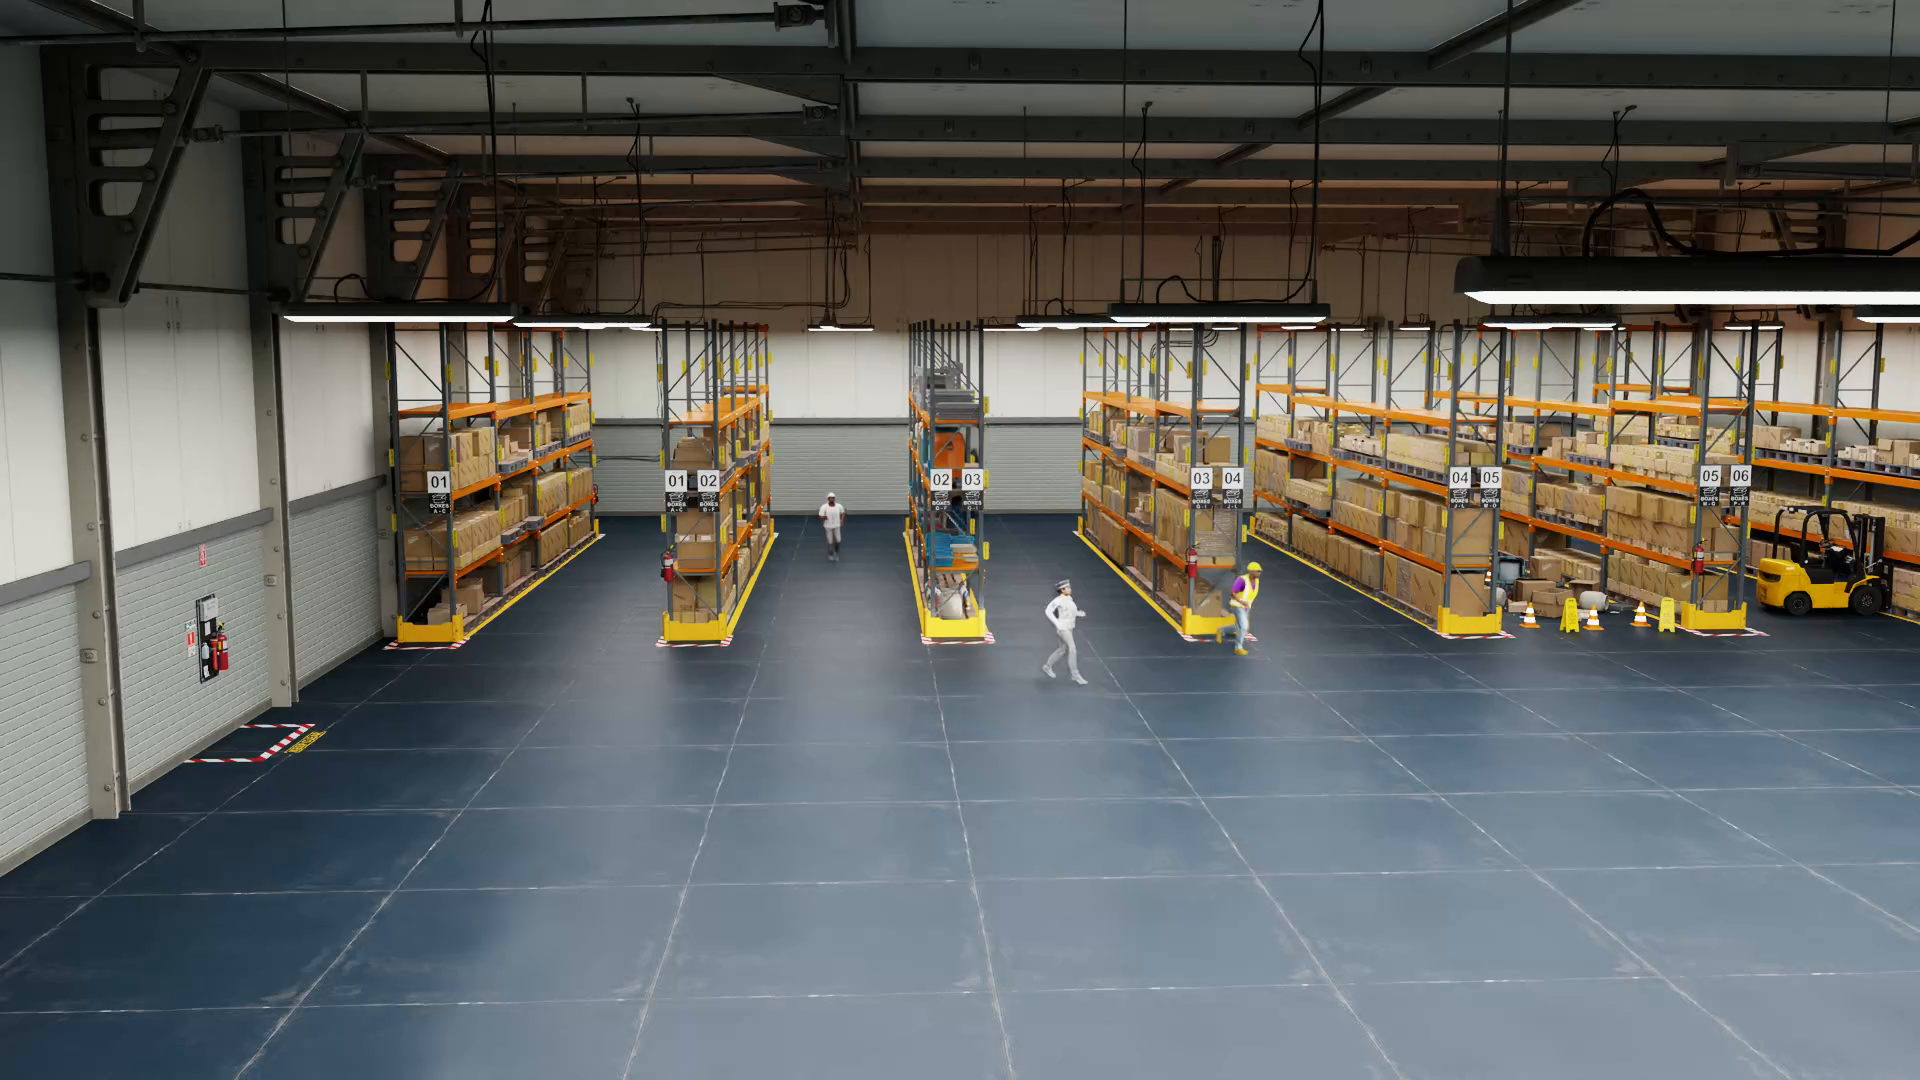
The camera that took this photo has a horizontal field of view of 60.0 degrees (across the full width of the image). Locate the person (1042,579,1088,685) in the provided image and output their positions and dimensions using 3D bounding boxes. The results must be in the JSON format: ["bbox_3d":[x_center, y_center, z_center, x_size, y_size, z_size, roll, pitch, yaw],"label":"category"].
[{"bbox_3d":[1.727,1.488,27.348,0.843,1.712,0.608,3,8,24],"label":"person"}]

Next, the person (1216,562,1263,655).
[{"bbox_3d":[5.047,1.207,30.054,0.923,1.668,0.703,7,10,44],"label":"person"}]

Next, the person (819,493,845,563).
[{"bbox_3d":[-3.198,-0.306,41.819,0.680,1.766,0.655,-1,7,-11],"label":"person"}]
